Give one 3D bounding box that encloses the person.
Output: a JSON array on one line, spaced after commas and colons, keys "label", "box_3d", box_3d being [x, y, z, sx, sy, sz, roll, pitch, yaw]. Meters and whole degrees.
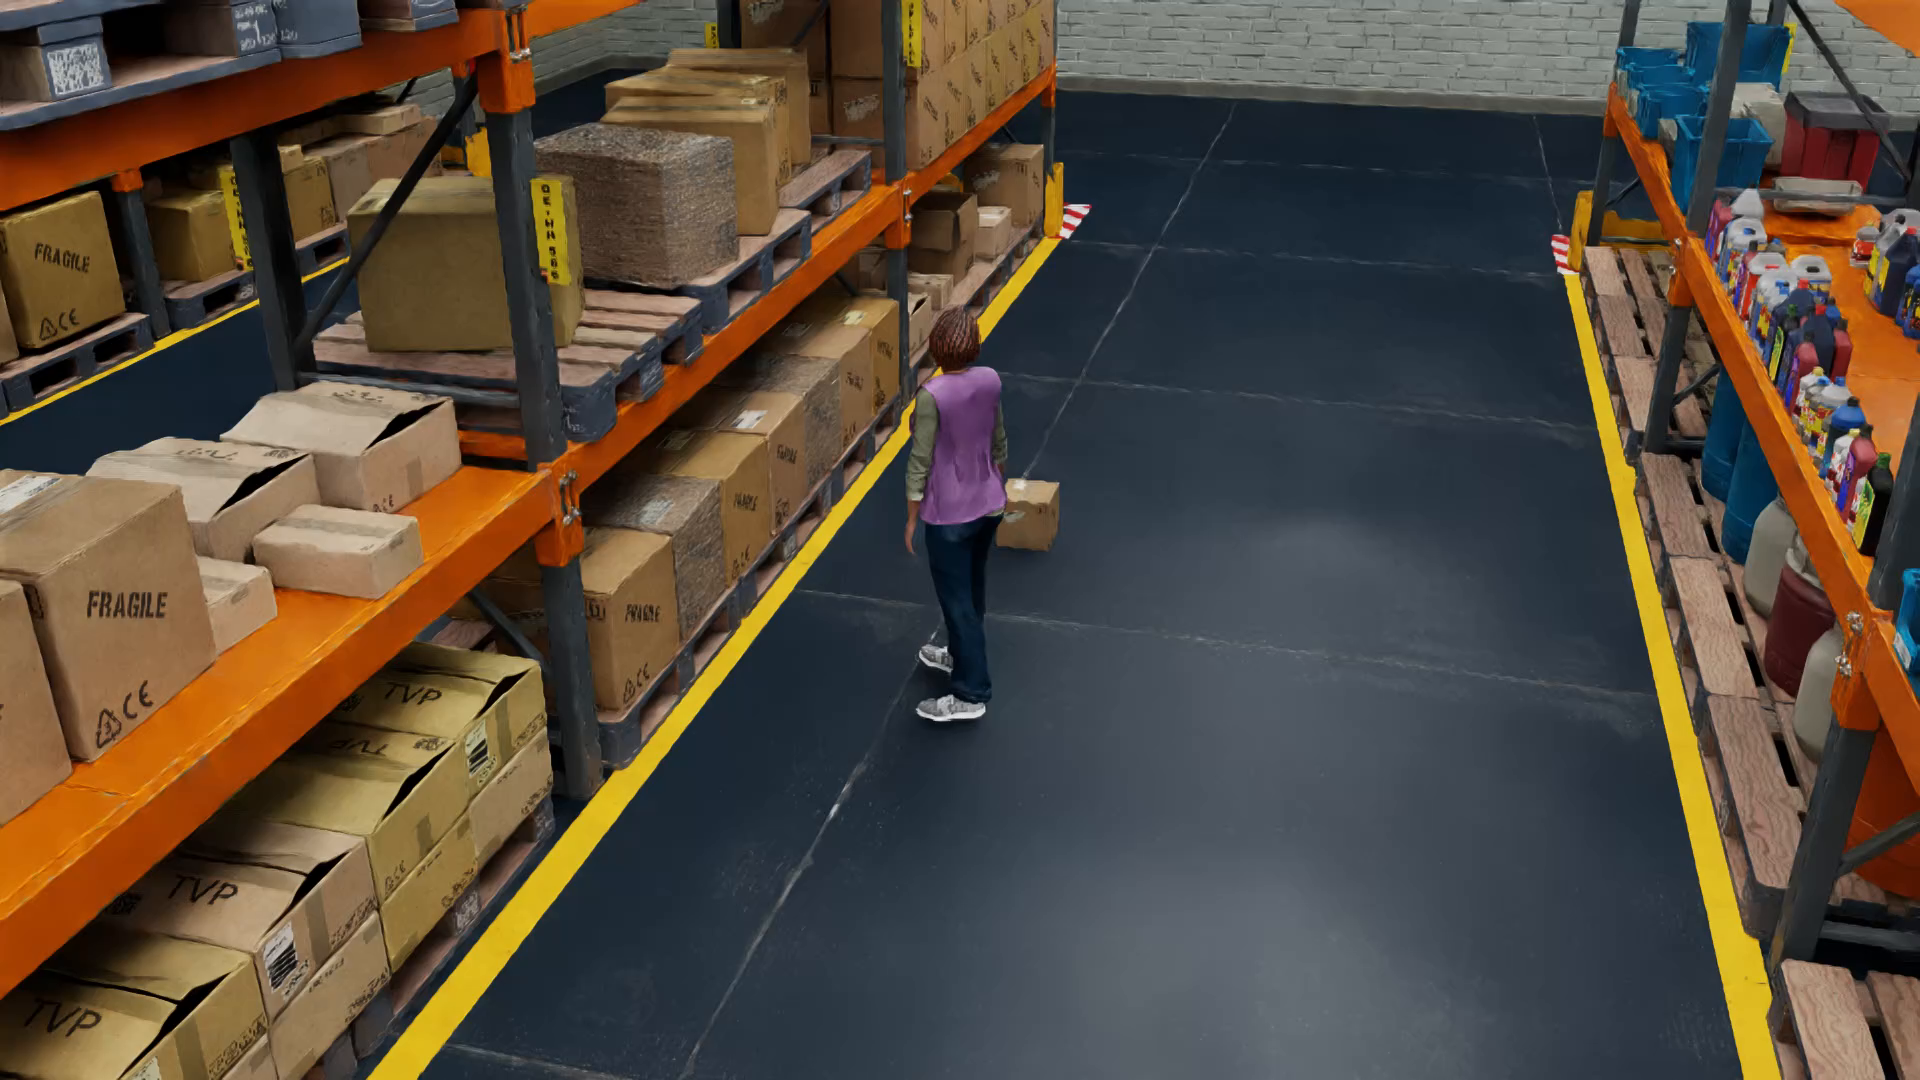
[{"label": "person", "box_3d": [-0.022, -0.115, 6.321, 0.516, 1.584, 0.511, 23, 34, 39]}]
